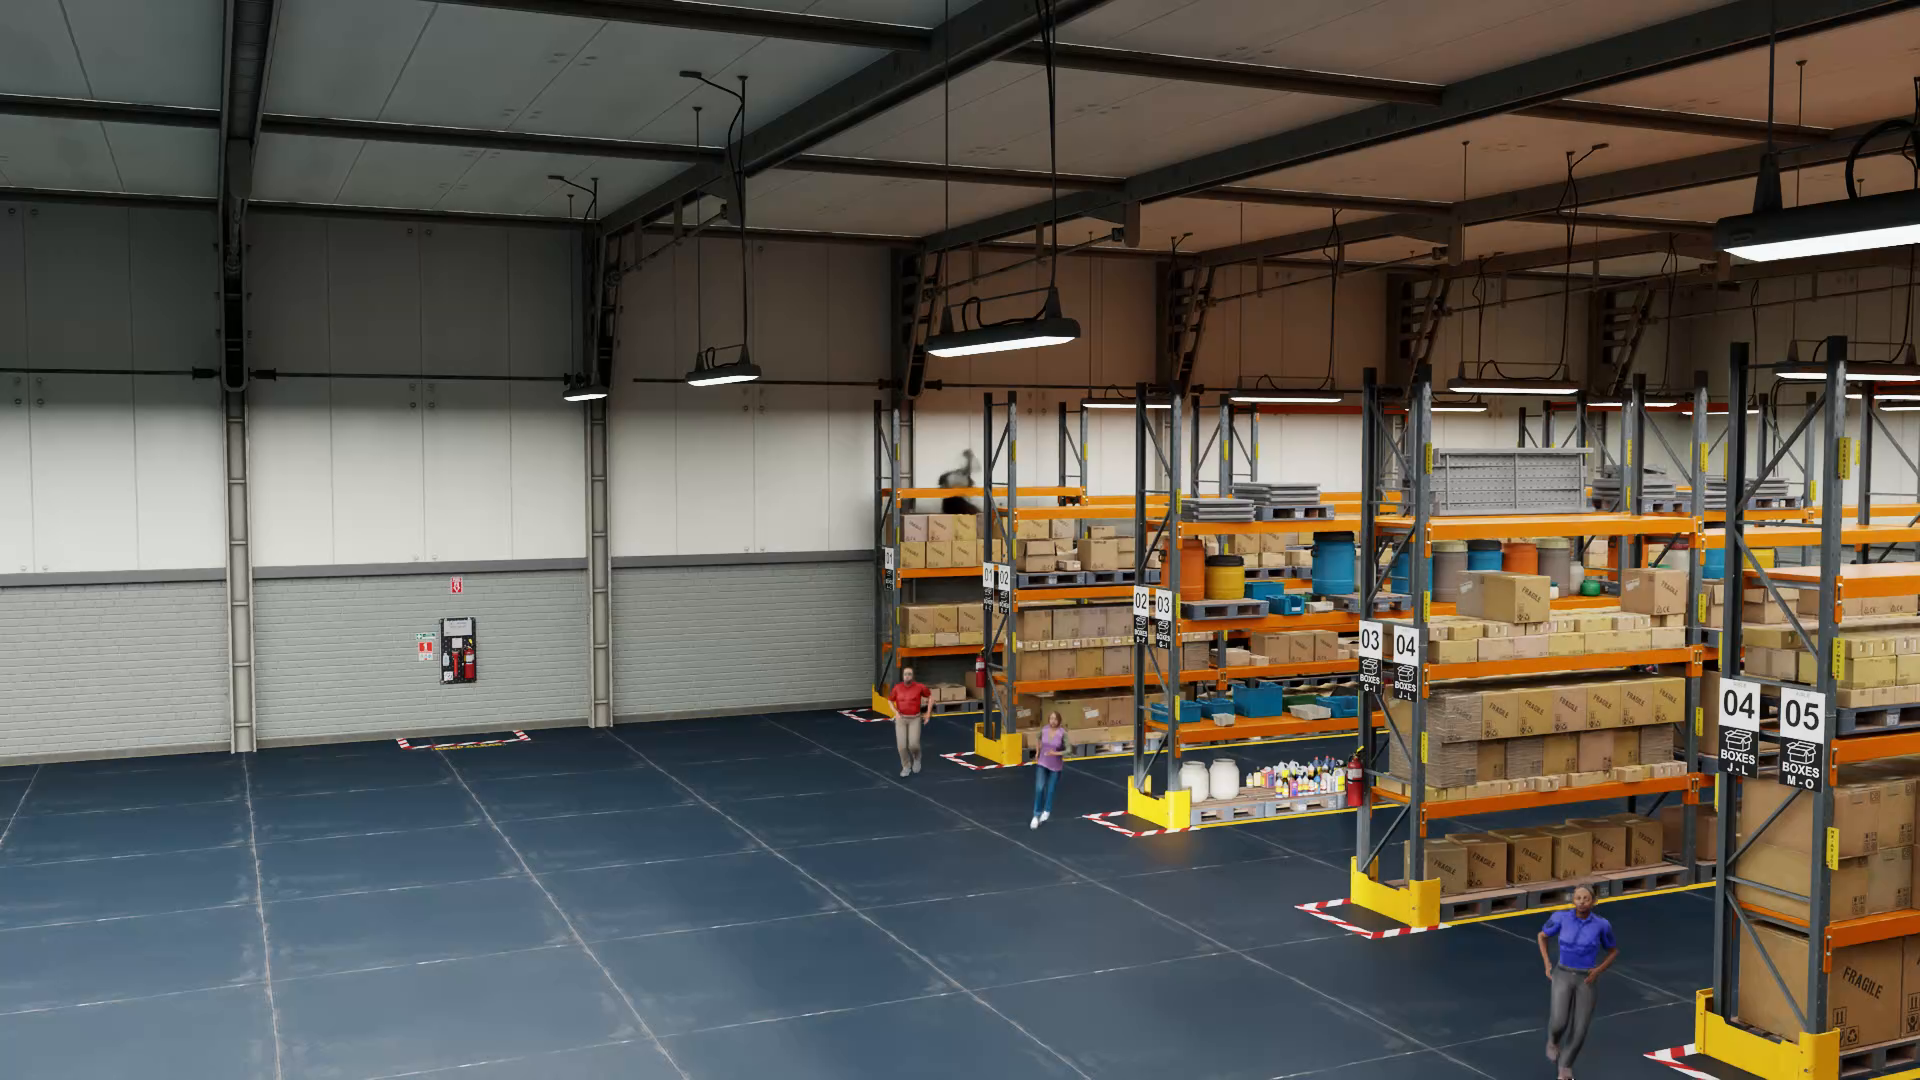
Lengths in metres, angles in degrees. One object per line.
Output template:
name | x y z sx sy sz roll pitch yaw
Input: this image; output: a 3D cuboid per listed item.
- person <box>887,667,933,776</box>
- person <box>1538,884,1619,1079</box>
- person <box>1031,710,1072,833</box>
person | -0.782 2.817 25.646 0.694 1.709 0.642 0 3 5
person | 4.982 3.581 13.416 0.615 1.599 0.490 1 4 20
person | 1.245 3.066 22.308 0.534 1.617 0.696 1 3 10
